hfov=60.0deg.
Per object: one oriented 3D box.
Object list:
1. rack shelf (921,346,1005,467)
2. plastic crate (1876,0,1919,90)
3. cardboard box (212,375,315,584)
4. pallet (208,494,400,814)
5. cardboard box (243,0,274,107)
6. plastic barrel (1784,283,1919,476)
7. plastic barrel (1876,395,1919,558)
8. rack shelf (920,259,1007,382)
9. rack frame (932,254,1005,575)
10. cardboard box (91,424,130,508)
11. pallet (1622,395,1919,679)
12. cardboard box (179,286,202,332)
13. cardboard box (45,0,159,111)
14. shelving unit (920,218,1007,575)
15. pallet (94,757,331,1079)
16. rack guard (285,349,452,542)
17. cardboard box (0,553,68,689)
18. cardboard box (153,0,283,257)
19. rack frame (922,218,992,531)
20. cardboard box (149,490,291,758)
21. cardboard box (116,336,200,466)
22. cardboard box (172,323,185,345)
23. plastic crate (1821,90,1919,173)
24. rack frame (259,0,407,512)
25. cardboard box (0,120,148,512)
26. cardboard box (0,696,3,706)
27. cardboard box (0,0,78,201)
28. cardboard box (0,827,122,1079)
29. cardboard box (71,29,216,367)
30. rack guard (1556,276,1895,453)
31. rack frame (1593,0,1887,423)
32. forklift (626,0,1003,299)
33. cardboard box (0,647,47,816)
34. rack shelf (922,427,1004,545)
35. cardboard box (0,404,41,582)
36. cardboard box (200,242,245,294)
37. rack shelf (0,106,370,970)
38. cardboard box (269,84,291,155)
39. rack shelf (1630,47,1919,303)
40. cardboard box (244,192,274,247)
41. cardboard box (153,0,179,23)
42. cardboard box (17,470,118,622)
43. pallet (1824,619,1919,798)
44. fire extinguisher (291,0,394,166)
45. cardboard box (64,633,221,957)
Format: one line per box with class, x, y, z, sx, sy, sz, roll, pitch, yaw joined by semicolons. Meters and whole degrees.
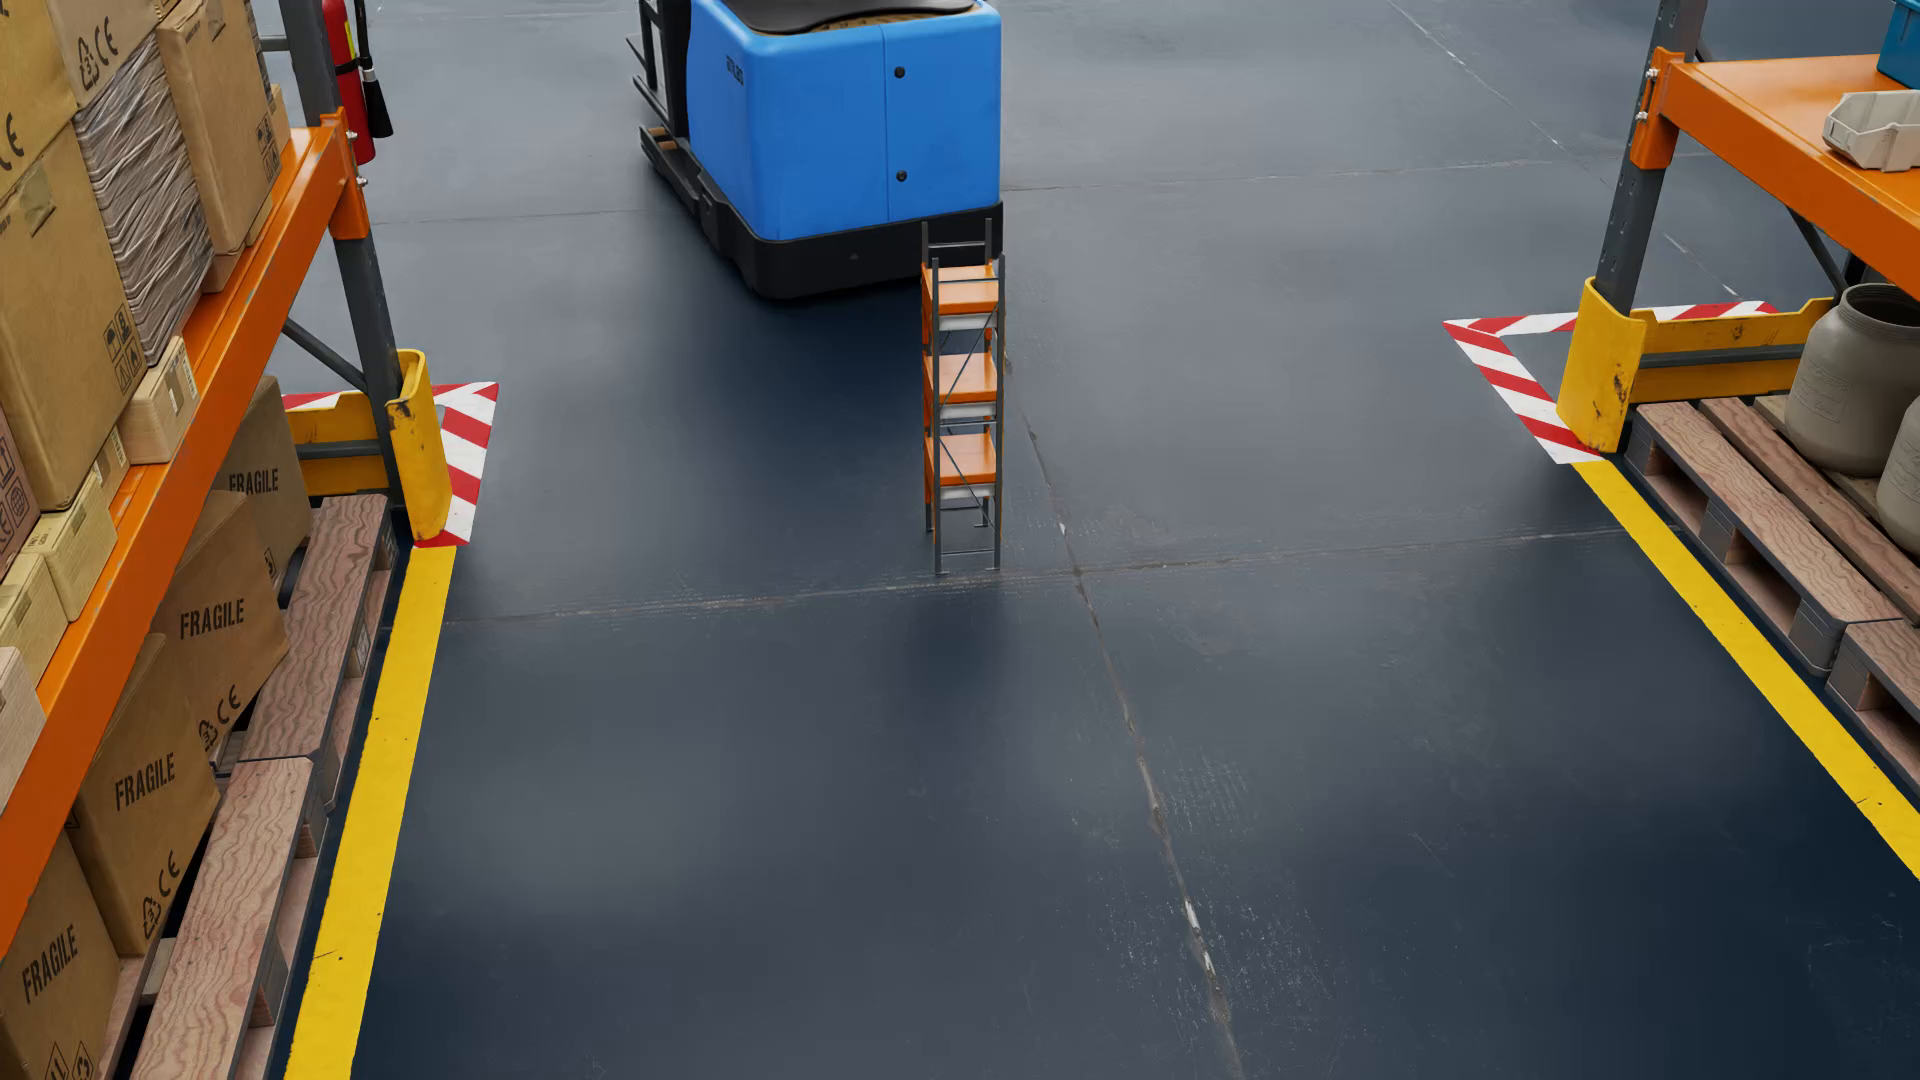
rack shelf;0.007;-0.395;4.916;0.215;0.259;0.240;-4;35;-6
plastic crate;3.022;-1.393;4.762;0.499;0.251;0.616;-4;35;-6
cardboard box;-2.182;-0.127;4.619;0.500;0.500;0.500;2;34;2
pallet;-2.165;0.315;4.600;1.003;0.211;1.213;-4;35;-6
cardboard box;-2.203;-1.191;3.981;0.875;0.500;0.500;-4;35;-6
plastic barrel;2.823;-0.495;5.149;0.421;0.512;0.421;0;34;0
plastic barrel;2.890;-0.215;4.738;0.421;0.512;0.421;0;34;0
rack shelf;0.007;-0.630;4.757;0.215;0.259;0.240;-4;35;-6
rack frame;0.024;-0.336;4.811;0.200;1.050;0.008;-4;35;-6
cardboard box;-1.736;-0.115;2.978;0.380;0.149;0.250;-4;35;-6
pallet;2.819;-0.066;5.159;1.003;0.211;1.213;-4;35;-6
cardboard box;-1.878;-0.530;3.587;0.380;0.149;0.250;-4;35;-6
cardboard box;-1.793;-1.067;2.912;0.500;0.500;0.500;-4;35;-6
shelving unit;0.007;-0.404;4.911;0.215;1.050;0.252;-4;35;-6
pallet;-2.004;0.994;3.604;1.003;0.211;1.213;-4;35;-6
rack guard;-2.239;-0.260;5.188;1.175;0.500;0.348;-4;35;-6
cardboard box;-1.635;0.162;2.572;0.380;0.149;0.250;-4;35;-6
cardboard box;-2.017;-0.921;3.585;0.875;0.500;0.500;-4;35;-6
rack frame;-0.009;-0.472;5.010;0.200;1.050;0.008;-4;35;-6
cardboard box;-2.068;0.204;4.133;0.500;0.500;0.500;4;35;6
cardboard box;-1.701;-0.259;3.190;0.380;0.149;0.250;-4;35;-6
cardboard box;-1.822;-0.392;3.385;0.380;0.149;0.250;-4;35;-6
plastic crate;2.460;-1.078;4.403;0.298;0.136;0.250;-4;35;-6
rack frame;-2.250;-1.336;4.547;1.000;3.000;0.127;-4;35;-6
cardboard box;-1.937;-0.359;2.760;0.875;0.500;0.500;-4;35;-6
cardboard box;-1.743;0.195;1.948;0.875;0.500;0.500;-4;35;-6
cardboard box;-1.734;-0.788;2.501;0.500;0.500;0.500;-4;35;-6
cardboard box;-1.972;0.870;3.157;0.500;0.500;0.500;-7;35;-11
cardboard box;-1.992;-0.639;3.171;0.875;0.500;0.500;-4;35;-6
rack guard;2.715;-0.639;5.744;1.175;0.500;0.348;-4;35;-6
rack frame;2.658;-1.711;5.097;1.000;3.000;0.127;-4;35;-6
forklift;-0.861;-2.976;7.015;1.130;2.935;3.031;-13;36;-19
cardboard box;-1.560;0.298;2.372;0.380;0.149;0.250;-4;35;-6
rack shelf;0.007;-0.166;5.073;0.215;0.259;0.240;-4;35;-6
cardboard box;-1.910;-0.077;2.346;0.875;0.500;0.500;-4;35;-6
cardboard box;-1.871;-0.673;3.797;0.380;0.149;0.250;-4;35;-6
rack shelf;-1.981;0.078;3.111;1.077;0.370;4.000;-4;35;-6
cardboard box;-2.007;-1.089;4.407;0.380;0.149;0.250;-4;35;-6
rack shelf;2.927;-0.298;3.662;1.077;0.370;4.000;-4;35;-6
cardboard box;-1.889;-0.813;4.003;0.380;0.149;0.250;-4;35;-6
cardboard box;-1.858;-1.346;3.321;0.500;0.500;0.500;-4;35;-6
cardboard box;-1.657;0.021;2.778;0.380;0.149;0.250;-4;35;-6
pallet;2.980;0.613;4.163;1.003;0.211;1.213;-4;35;-6
fire extinguisher;-1.808;-1.403;4.713;0.296;0.674;0.183;-4;35;-6
cardboard box;-2.002;0.555;3.619;0.500;0.500;0.500;-1;34;-2
